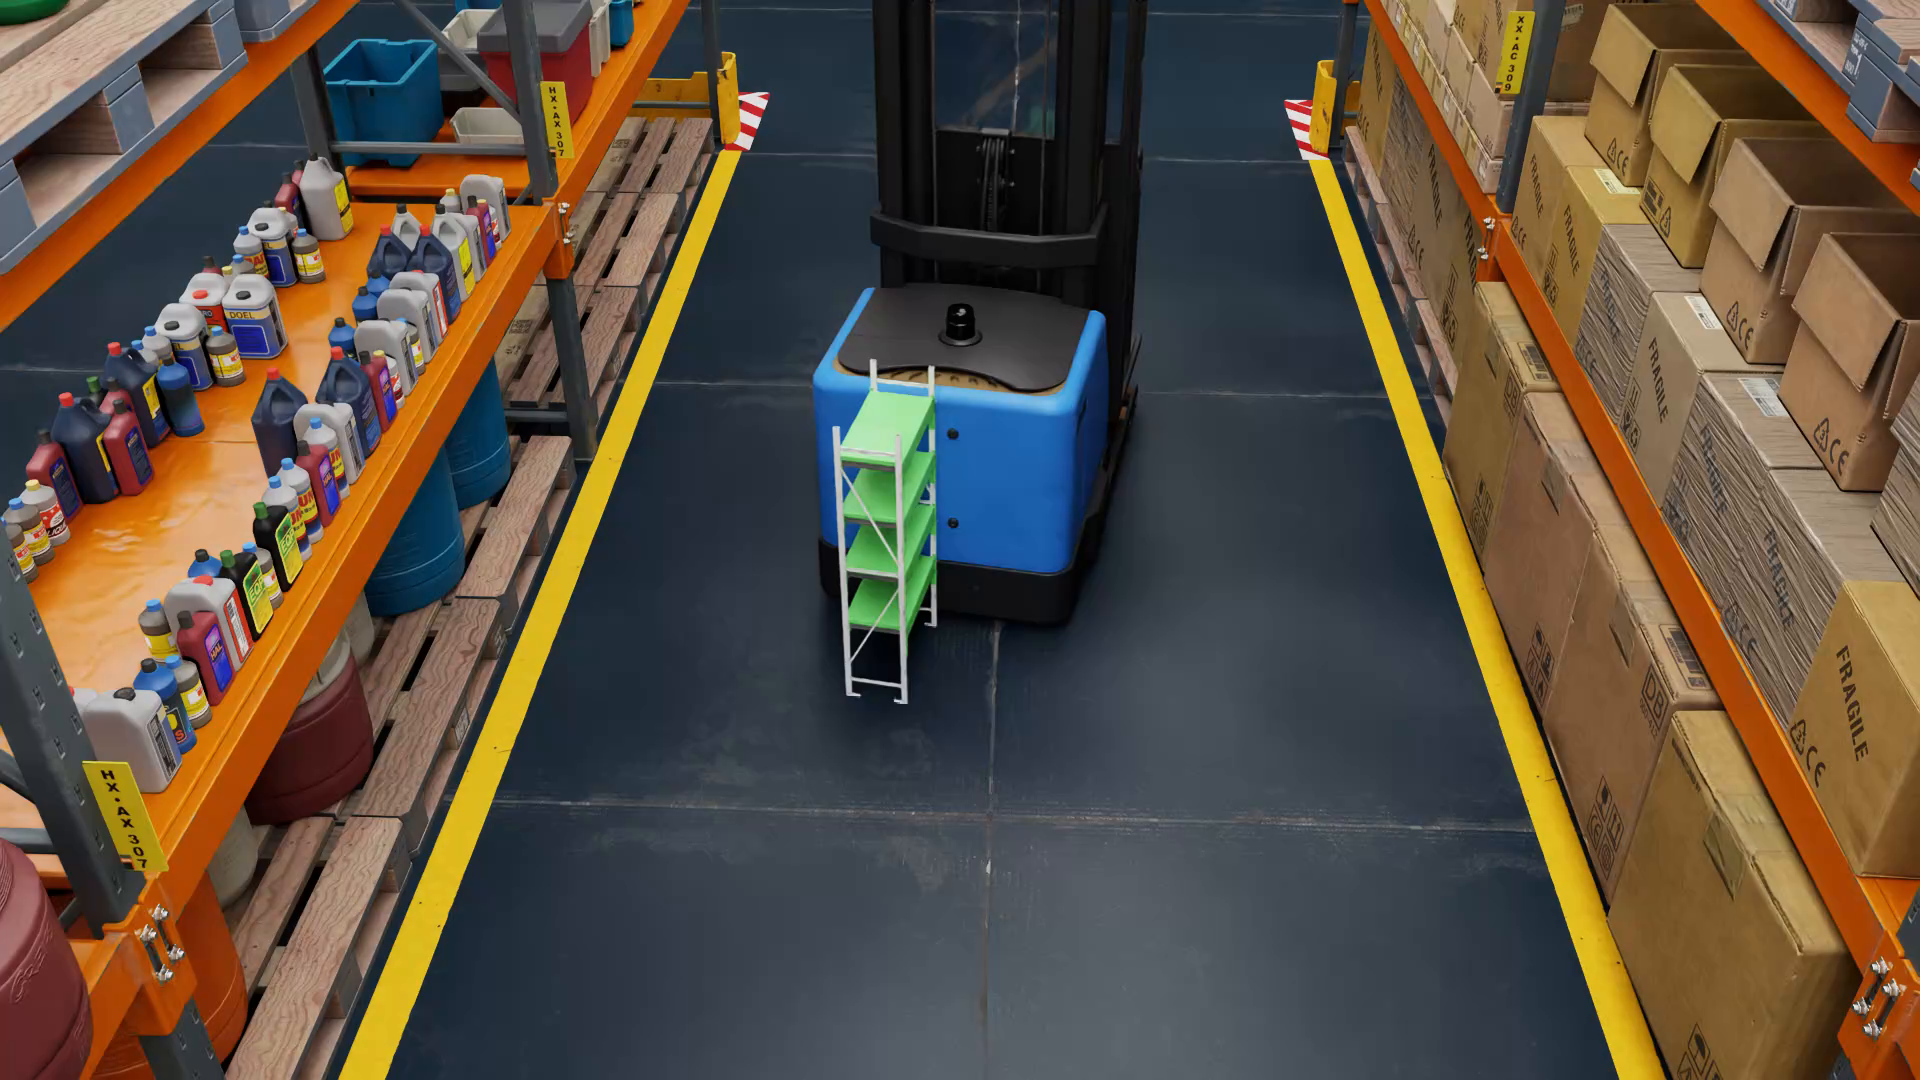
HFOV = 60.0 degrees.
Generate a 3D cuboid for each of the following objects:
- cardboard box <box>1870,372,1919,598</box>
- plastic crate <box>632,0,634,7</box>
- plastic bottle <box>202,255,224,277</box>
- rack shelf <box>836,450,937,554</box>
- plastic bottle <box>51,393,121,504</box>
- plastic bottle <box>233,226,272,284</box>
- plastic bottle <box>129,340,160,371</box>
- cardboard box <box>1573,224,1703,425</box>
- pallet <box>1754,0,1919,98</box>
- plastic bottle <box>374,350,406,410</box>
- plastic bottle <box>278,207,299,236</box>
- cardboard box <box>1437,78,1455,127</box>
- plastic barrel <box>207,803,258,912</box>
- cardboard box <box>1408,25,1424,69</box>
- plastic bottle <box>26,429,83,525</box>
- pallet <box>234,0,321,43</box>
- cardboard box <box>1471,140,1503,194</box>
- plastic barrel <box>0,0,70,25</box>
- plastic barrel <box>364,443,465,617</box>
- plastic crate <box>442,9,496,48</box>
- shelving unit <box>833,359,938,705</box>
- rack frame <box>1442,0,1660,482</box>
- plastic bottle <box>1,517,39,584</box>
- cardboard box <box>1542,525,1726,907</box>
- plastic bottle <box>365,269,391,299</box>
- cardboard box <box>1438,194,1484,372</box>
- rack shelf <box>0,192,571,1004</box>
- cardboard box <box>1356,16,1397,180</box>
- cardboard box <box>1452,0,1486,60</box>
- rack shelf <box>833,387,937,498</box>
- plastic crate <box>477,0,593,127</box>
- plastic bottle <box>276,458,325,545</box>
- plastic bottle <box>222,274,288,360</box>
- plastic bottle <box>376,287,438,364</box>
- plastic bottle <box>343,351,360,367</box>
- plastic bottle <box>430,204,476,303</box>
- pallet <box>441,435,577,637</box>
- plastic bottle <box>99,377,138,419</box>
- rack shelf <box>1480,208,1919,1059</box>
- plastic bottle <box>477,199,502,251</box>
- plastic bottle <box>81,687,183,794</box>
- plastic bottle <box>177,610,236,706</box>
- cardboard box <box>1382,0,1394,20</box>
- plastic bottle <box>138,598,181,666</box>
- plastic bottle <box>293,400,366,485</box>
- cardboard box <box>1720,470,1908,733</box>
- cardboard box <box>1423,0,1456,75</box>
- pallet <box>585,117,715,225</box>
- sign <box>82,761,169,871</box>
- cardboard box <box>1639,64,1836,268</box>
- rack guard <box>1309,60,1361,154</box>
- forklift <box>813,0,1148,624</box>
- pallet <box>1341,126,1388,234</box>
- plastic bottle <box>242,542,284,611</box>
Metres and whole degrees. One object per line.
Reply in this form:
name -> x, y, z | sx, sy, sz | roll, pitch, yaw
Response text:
cardboard box -> 2.622, -0.092, 3.812 | 0.797, 0.503, 0.637 | 2, 35, 3
plastic crate -> -1.909, -2.878, 8.913 | 0.298, 0.136, 0.250 | 1, 35, 2
plastic bottle -> -2.688, -0.874, 5.987 | 0.061, 0.283, 0.133 | 1, 35, 2
rack shelf -> -0.265, -0.161, 6.130 | 0.258, 0.148, 0.480 | 7, 36, 10
plastic bottle -> -2.688, -0.304, 5.117 | 0.144, 0.351, 0.185 | 1, 35, 2
plastic bottle -> -2.657, -1.047, 6.243 | 0.097, 0.271, 0.097 | 0, 35, 0
plastic bottle -> -2.693, -0.536, 5.516 | 0.097, 0.271, 0.097 | 0, 35, 0
cardboard box -> 2.429, -0.725, 5.585 | 0.500, 0.500, 0.500 | 1, 35, 1
pallet -> 2.592, -1.384, 4.166 | 1.003, 0.211, 1.213 | 3, 35, 4
plastic bottle -> -1.931, -0.540, 5.583 | 0.097, 0.201, 0.097 | 0, 35, 0
plastic bottle -> -2.644, -1.208, 6.532 | 0.097, 0.201, 0.097 | 0, 35, 0
cardboard box -> 2.453, -2.042, 7.765 | 0.380, 0.149, 0.250 | 2, 35, 3
plastic barrel -> -2.436, 0.903, 5.155 | 0.421, 0.512, 0.421 | 0, 35, 0
cardboard box -> 2.485, -2.483, 8.393 | 0.380, 0.149, 0.250 | 2, 35, 3
plastic bottle -> -2.736, -0.186, 5.007 | 0.061, 0.283, 0.133 | 1, 35, 2
pallet -> -2.188, -1.679, 4.585 | 1.003, 0.211, 1.213 | 1, 35, 2
cardboard box -> 2.422, -1.599, 7.134 | 0.380, 0.149, 0.250 | 2, 35, 2
plastic barrel -> -2.100, -1.274, 3.615 | 0.294, 0.245, 0.294 | 0, 35, 0
plastic barrel -> -2.279, -0.227, 6.424 | 0.600, 0.901, 0.708 | 1, 35, 2
plastic crate -> -2.442, -2.557, 8.457 | 0.293, 0.136, 0.466 | 1, 35, 2
shelving unit -> -0.265, -0.017, 6.231 | 0.258, 1.200, 0.503 | 7, 36, 10
rack frame -> 2.737, -1.519, 6.802 | 1.000, 3.000, 0.127 | 1, 35, 2
plastic bottle -> -2.730, 0.026, 4.777 | 0.097, 0.201, 0.097 | 0, 35, 0
cardboard box -> 2.669, 0.569, 5.314 | 1.225, 0.875, 0.875 | 1, 35, 2
plastic bottle -> -2.065, -0.839, 5.947 | 0.097, 0.271, 0.097 | 0, 35, 0
cardboard box -> 2.844, -1.198, 7.829 | 0.875, 0.875, 0.875 | 1, 35, 2
rack shelf -> -2.292, -0.190, 5.537 | 1.077, 0.370, 4.000 | 1, 35, 2
cardboard box -> 2.952, -2.750, 10.036 | 0.875, 0.875, 0.875 | 1, 35, 2
cardboard box -> 2.513, -2.444, 7.338 | 0.500, 0.500, 0.500 | 2, 35, 2
rack shelf -> -0.265, -0.358, 5.992 | 0.258, 0.148, 0.480 | 7, 36, 10
plastic crate -> -1.925, -2.191, 7.651 | 0.402, 0.464, 0.583 | 1, 35, 2
plastic bottle -> -1.963, -0.120, 4.924 | 0.097, 0.271, 0.097 | 0, 35, 0
plastic bottle -> -2.496, -0.790, 5.873 | 0.152, 0.276, 0.135 | 1, 35, 2
plastic bottle -> -1.945, -0.771, 5.847 | 0.152, 0.276, 0.135 | 1, 35, 2
plastic bottle -> -1.997, -0.494, 5.456 | 0.097, 0.271, 0.097 | 0, 35, 0
plastic bottle -> -1.921, -1.077, 6.217 | 0.144, 0.351, 0.185 | 1, 35, 2
pallet -> -2.284, -0.050, 7.137 | 1.003, 0.211, 1.213 | 1, 35, 2
plastic bottle -> -2.663, -0.367, 5.266 | 0.061, 0.283, 0.133 | 1, 35, 2
rack shelf -> 2.657, -0.075, 5.374 | 1.077, 0.370, 4.000 | 1, 35, 2
plastic bottle -> -1.882, -1.251, 6.593 | 0.097, 0.201, 0.097 | 0, 35, 0
plastic bottle -> -2.032, 0.475, 4.074 | 0.152, 0.276, 0.135 | 1, 35, 2
plastic bottle -> -1.973, 0.284, 4.339 | 0.061, 0.283, 0.133 | 1, 35, 2
cardboard box -> 2.515, -2.927, 9.025 | 0.380, 0.149, 0.250 | 1, 35, 1
plastic bottle -> -2.139, 0.247, 4.462 | 0.097, 0.201, 0.097 | 0, 35, 0
plastic bottle -> -1.976, -0.322, 5.207 | 0.152, 0.276, 0.135 | 1, 35, 2
cardboard box -> 2.375, 0.163, 4.322 | 0.500, 0.500, 0.500 | 1, 35, 1
cardboard box -> 2.532, -2.429, 7.970 | 0.500, 0.250, 0.500 | 2, 35, 3
pallet -> -2.123, -2.317, 10.364 | 1.003, 0.211, 1.213 | 1, 35, 2
sign -> -1.822, 0.607, 3.636 | 0.100, 0.325, 0.005 | 1, 35, 2
cardboard box -> 2.681, -1.209, 5.402 | 0.797, 0.503, 0.637 | 2, 35, 2
rack guard -> 2.899, -2.808, 10.810 | 1.175, 0.500, 0.348 | 1, 35, 2
forklift -> 0.247, -1.708, 7.132 | 1.130, 2.935, 3.031 | 7, 36, 10
pallet -> 2.944, -2.215, 10.218 | 1.003, 0.211, 1.213 | 1, 35, 2
plastic bottle -> -1.976, 0.097, 4.676 | 0.097, 0.201, 0.097 | 0, 35, 0
